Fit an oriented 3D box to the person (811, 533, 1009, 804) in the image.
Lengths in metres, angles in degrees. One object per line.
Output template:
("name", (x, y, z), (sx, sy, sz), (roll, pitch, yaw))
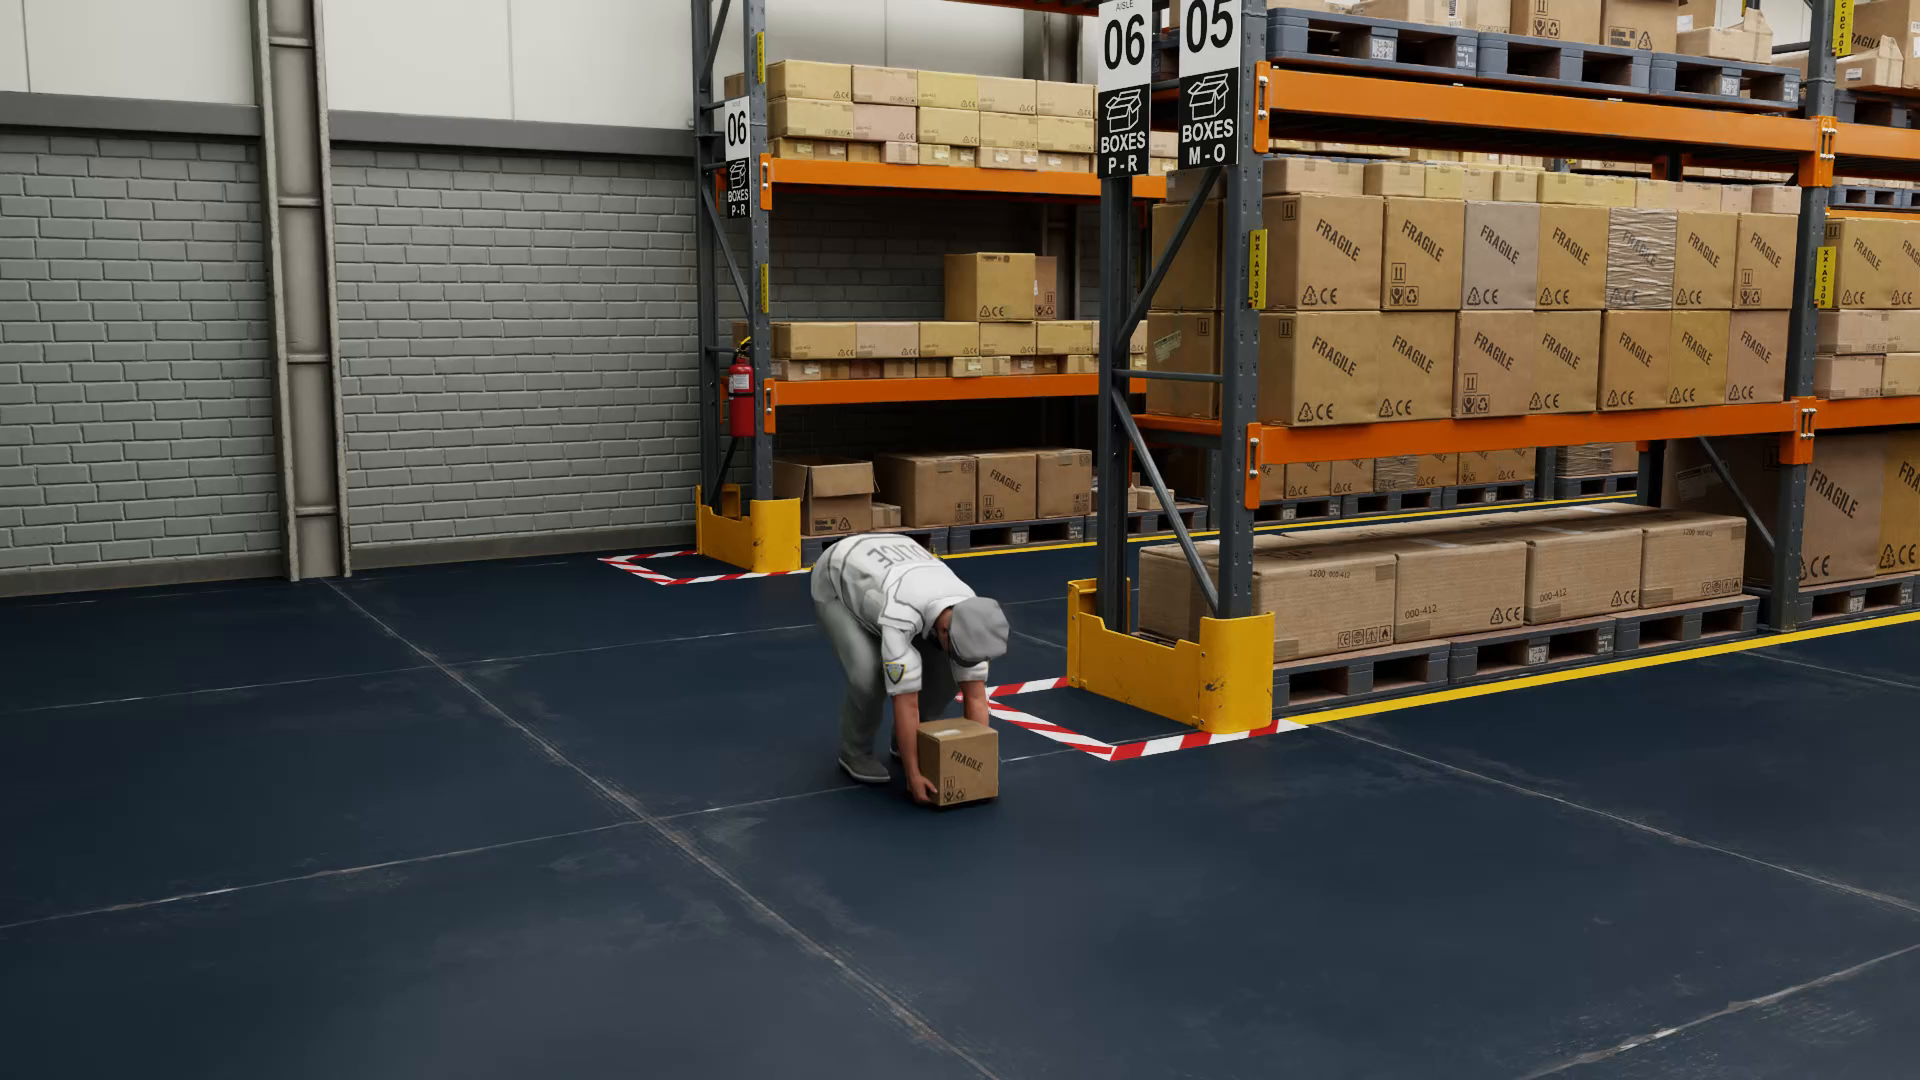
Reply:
("person", (-0.186, 0.467, 6.402), (0.533, 0.939, 1.023), (-5, 10, -34))
